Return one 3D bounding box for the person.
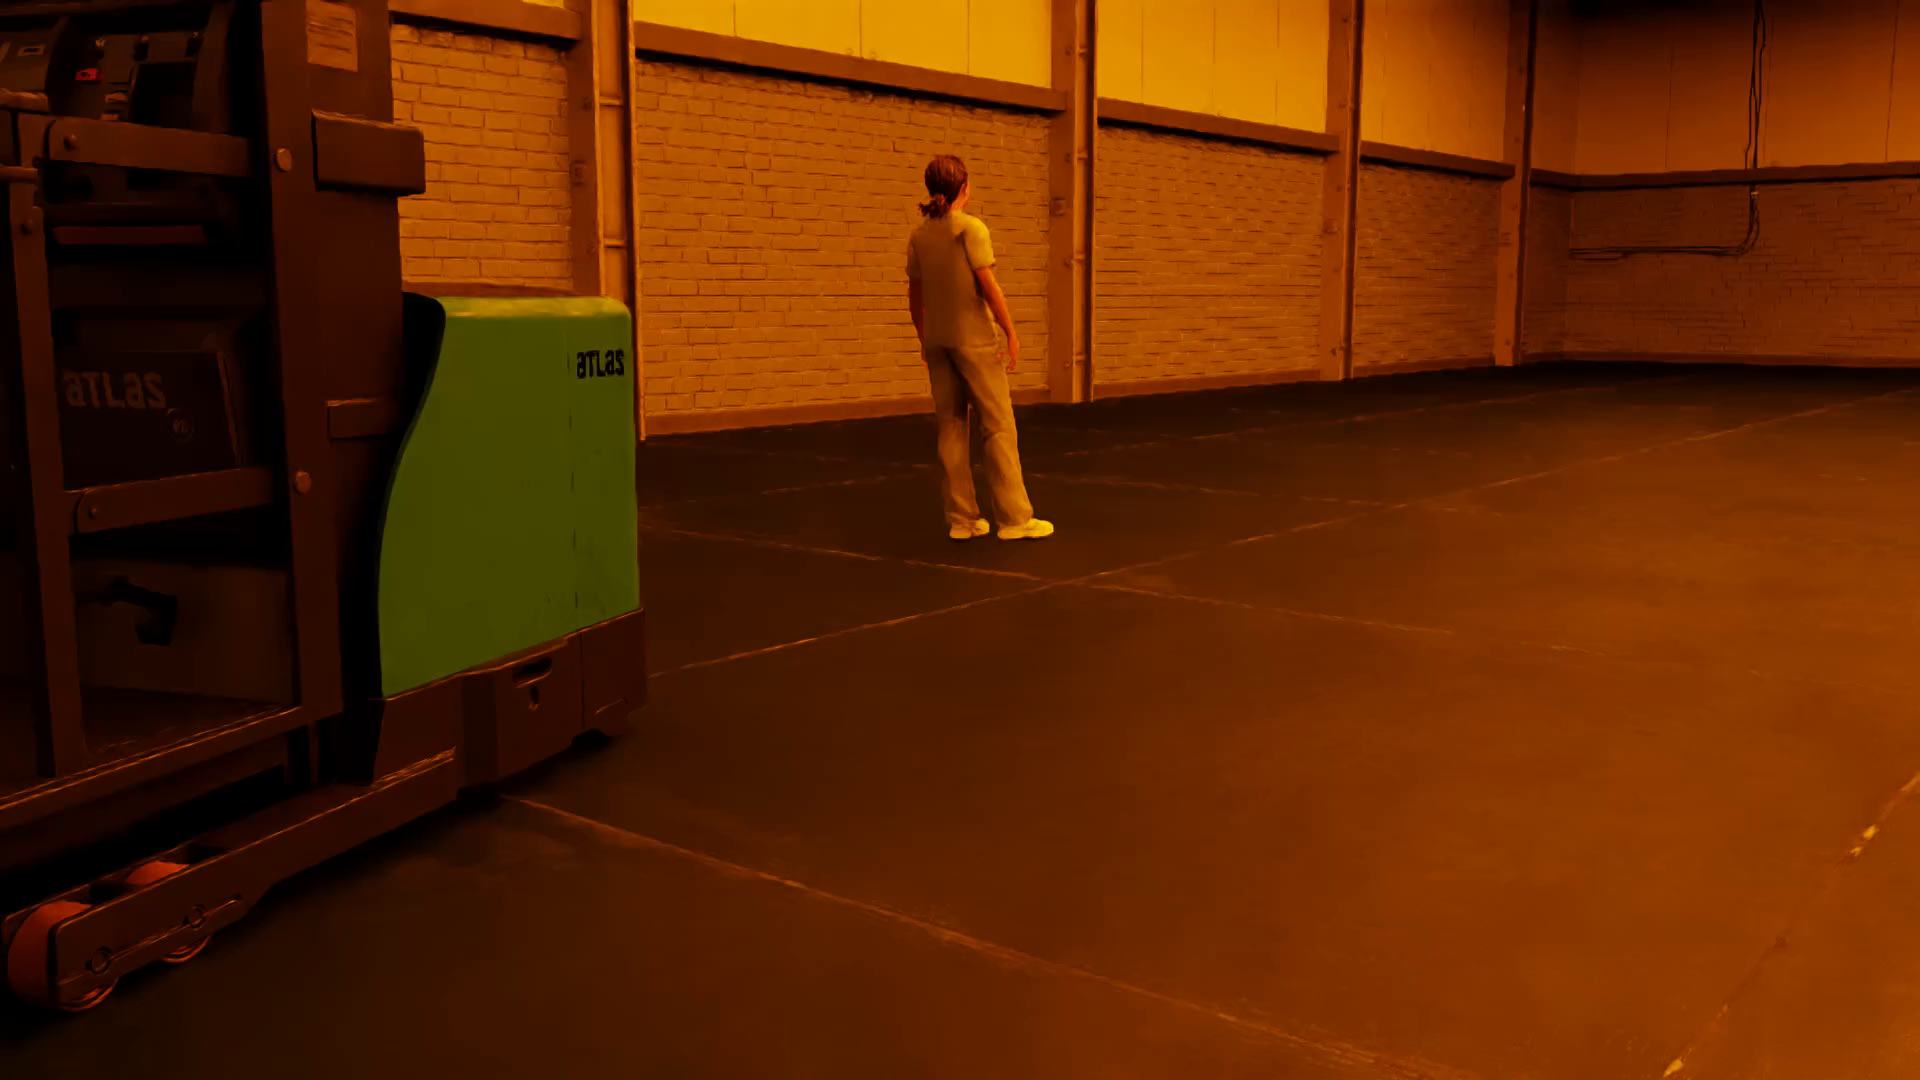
[{"bbox_3d":[0.057,-0.843,7.331,0.550,1.674,0.548,7,11,38],"label":"person"}]

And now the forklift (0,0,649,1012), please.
[{"bbox_3d":[-1.736,-0.801,2.754,1.130,2.935,3.031,3,9,19],"label":"forklift"}]
